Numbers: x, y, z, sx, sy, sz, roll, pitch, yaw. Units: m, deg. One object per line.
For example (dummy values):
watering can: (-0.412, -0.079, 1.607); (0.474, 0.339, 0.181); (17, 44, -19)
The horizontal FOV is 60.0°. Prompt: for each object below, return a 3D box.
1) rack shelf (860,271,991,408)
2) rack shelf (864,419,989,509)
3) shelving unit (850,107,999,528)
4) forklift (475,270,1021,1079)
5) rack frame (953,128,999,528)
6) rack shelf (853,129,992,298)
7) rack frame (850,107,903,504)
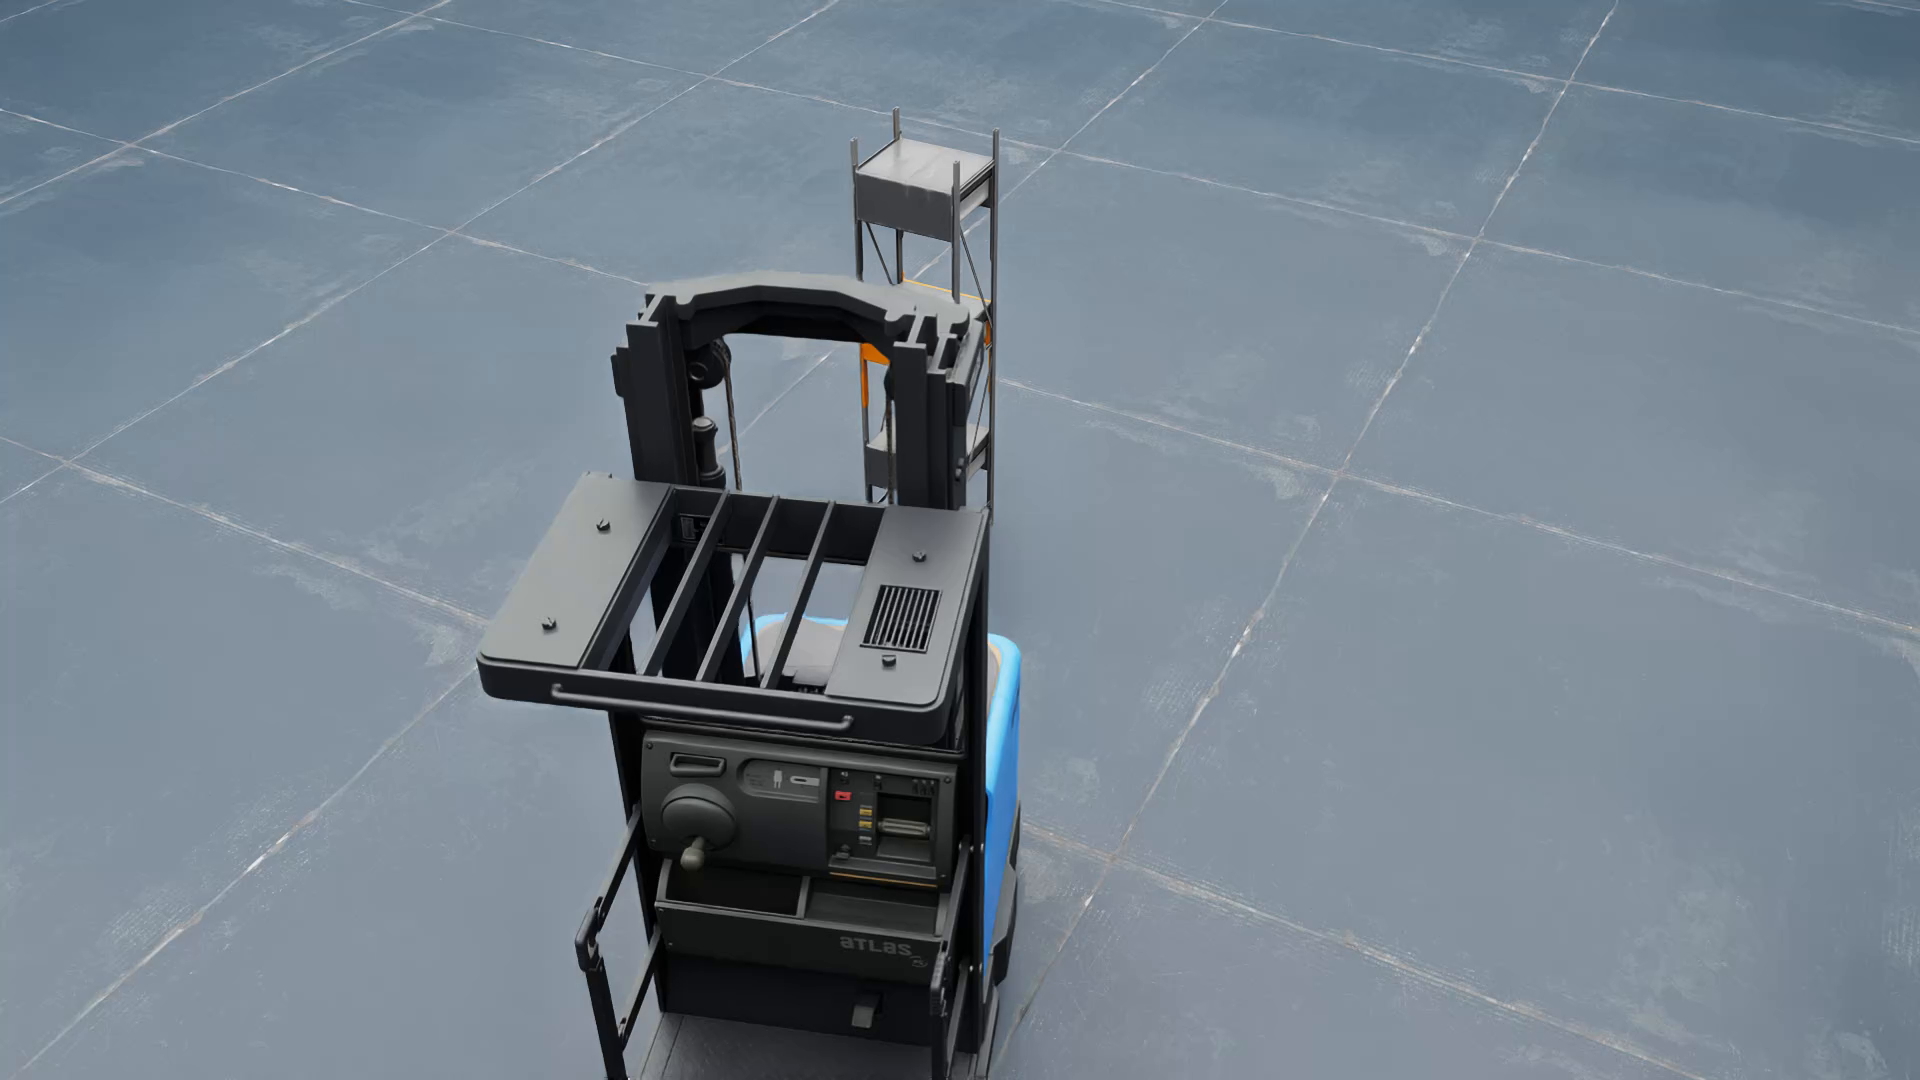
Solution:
rack shelf: (-0.147, -0.872, 7.684); (0.480, 0.518, 0.431); (17, 41, 21)
rack shelf: (-0.147, -0.314, 8.107); (0.480, 0.518, 0.431); (17, 41, 21)
shelving unit: (-0.147, -0.882, 7.676); (0.503, 2.100, 0.431); (17, 41, 21)
forklift: (-0.507, 0.869, 4.681); (1.130, 2.935, 3.031); (6, 38, 7)
rack frame: (0.070, -0.815, 7.586); (0.015, 2.100, 0.400); (17, 41, 21)
rack shelf: (-0.147, -1.429, 7.261); (0.480, 0.518, 0.431); (17, 41, 21)
rack frame: (-0.364, -0.950, 7.765); (0.015, 2.100, 0.400); (17, 41, 21)
